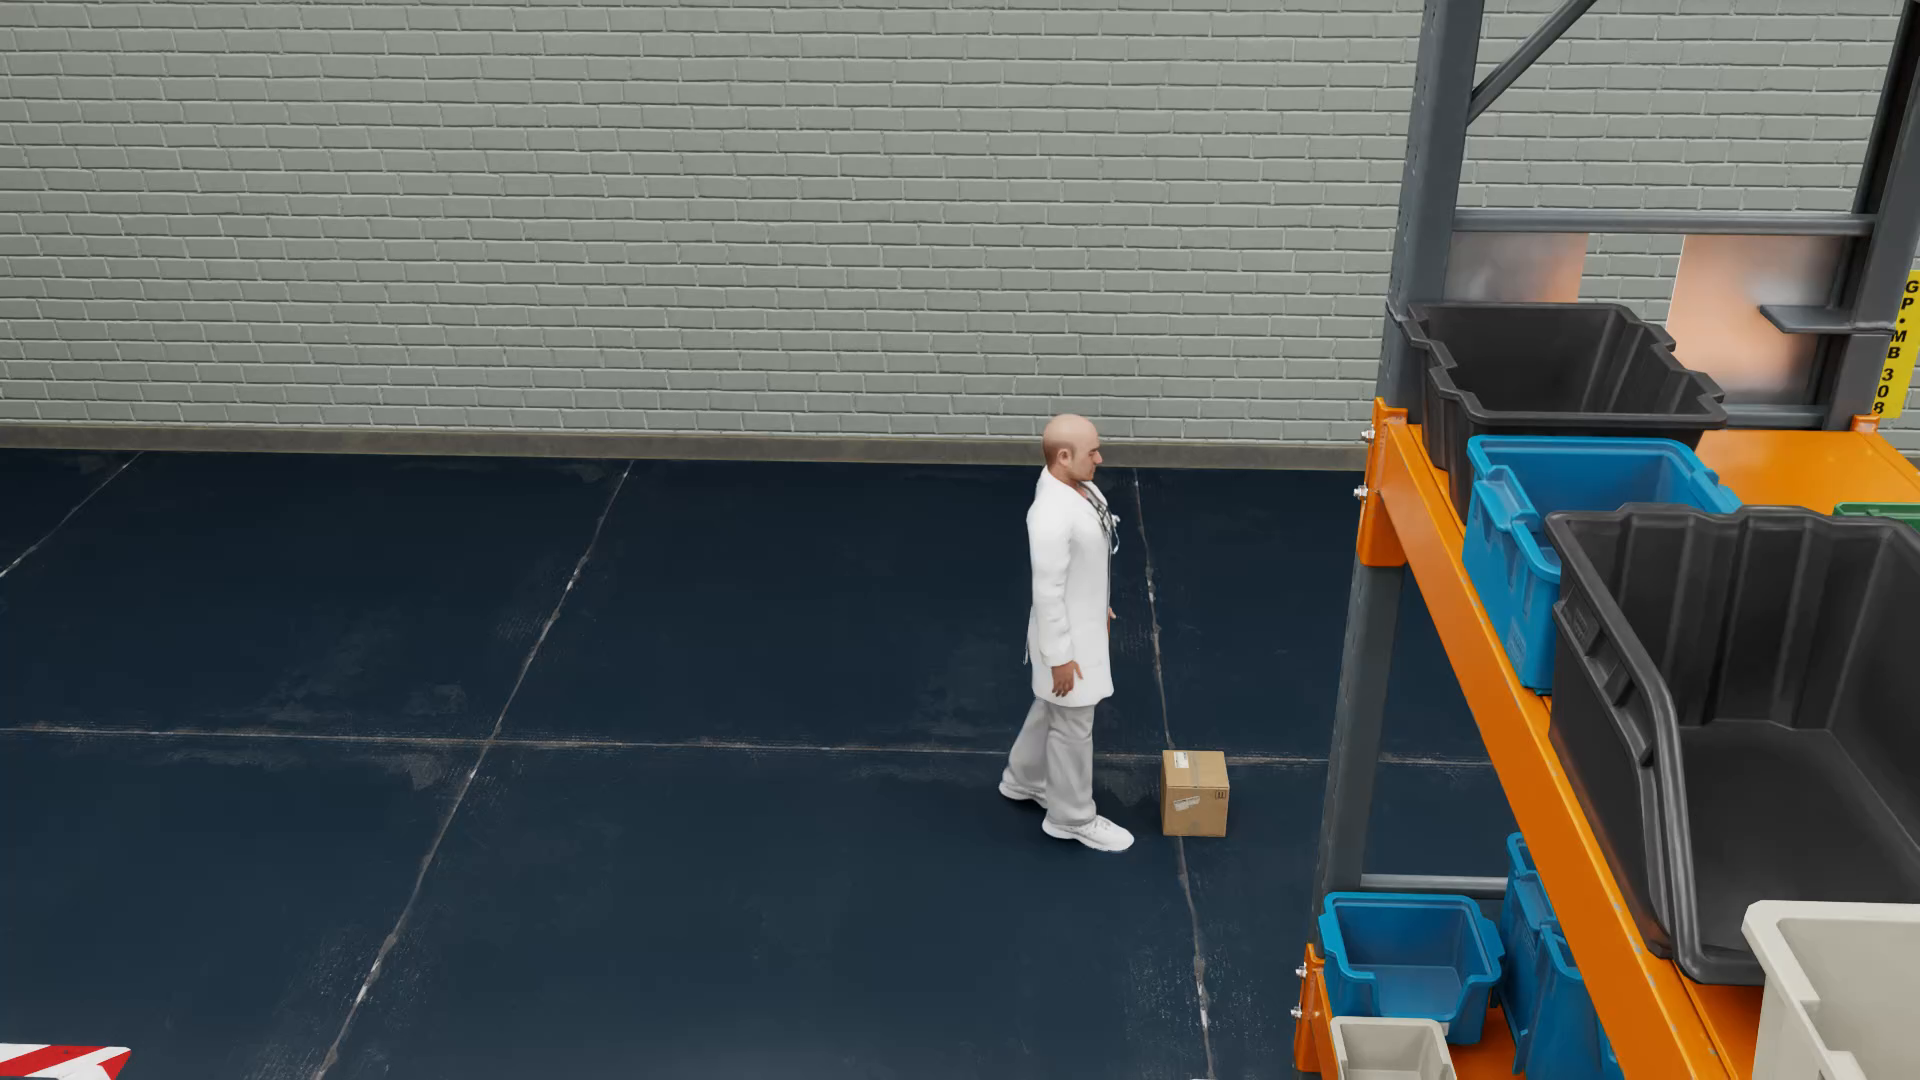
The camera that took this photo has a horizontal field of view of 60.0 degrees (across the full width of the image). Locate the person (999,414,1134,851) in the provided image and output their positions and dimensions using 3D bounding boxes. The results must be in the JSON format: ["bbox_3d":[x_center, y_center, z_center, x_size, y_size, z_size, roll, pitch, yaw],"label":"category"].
[{"bbox_3d":[0.435,0.358,6.447,0.585,1.797,0.599,5,28,9],"label":"person"}]
